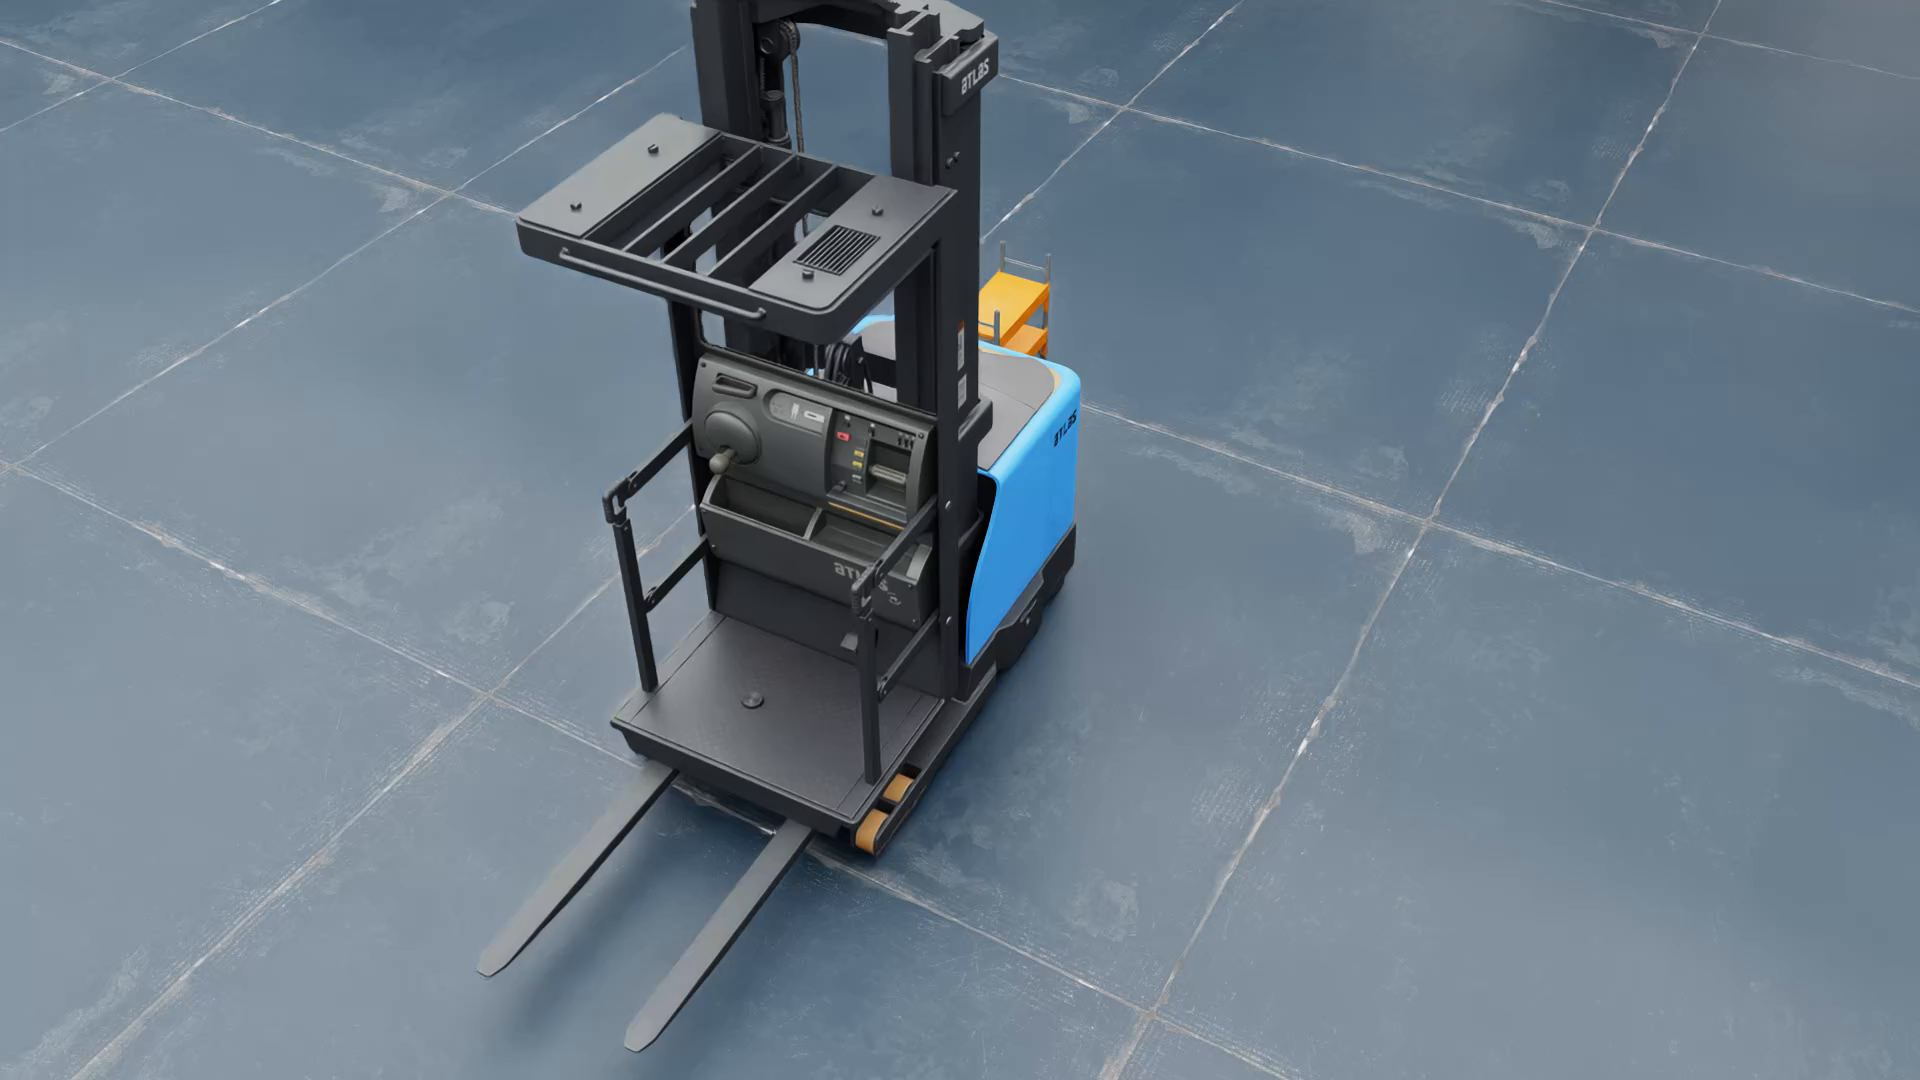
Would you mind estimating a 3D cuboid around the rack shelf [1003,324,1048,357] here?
[{"bbox_3d":[0.168,-0.784,7.312,0.258,0.148,0.480,19,45,20],"label":"rack shelf"}]

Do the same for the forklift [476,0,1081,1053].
[{"bbox_3d":[-0.628,-0.269,5.653,1.130,2.935,3.031,19,45,20],"label":"forklift"}]

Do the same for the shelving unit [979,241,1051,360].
[{"bbox_3d":[0.168,-0.667,7.415,0.258,1.200,0.503,19,45,20],"label":"shelving unit"}]

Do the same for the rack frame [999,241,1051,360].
[{"bbox_3d":[0.282,-0.810,7.577,0.240,1.200,0.015,19,45,20],"label":"rack frame"}]

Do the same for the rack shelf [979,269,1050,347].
[{"bbox_3d":[0.168,-0.962,7.155,0.258,0.148,0.480,19,45,20],"label":"rack shelf"}]

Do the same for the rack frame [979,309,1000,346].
[{"bbox_3d":[0.055,-0.524,7.253,0.240,1.200,0.015,19,45,20],"label":"rack frame"}]
